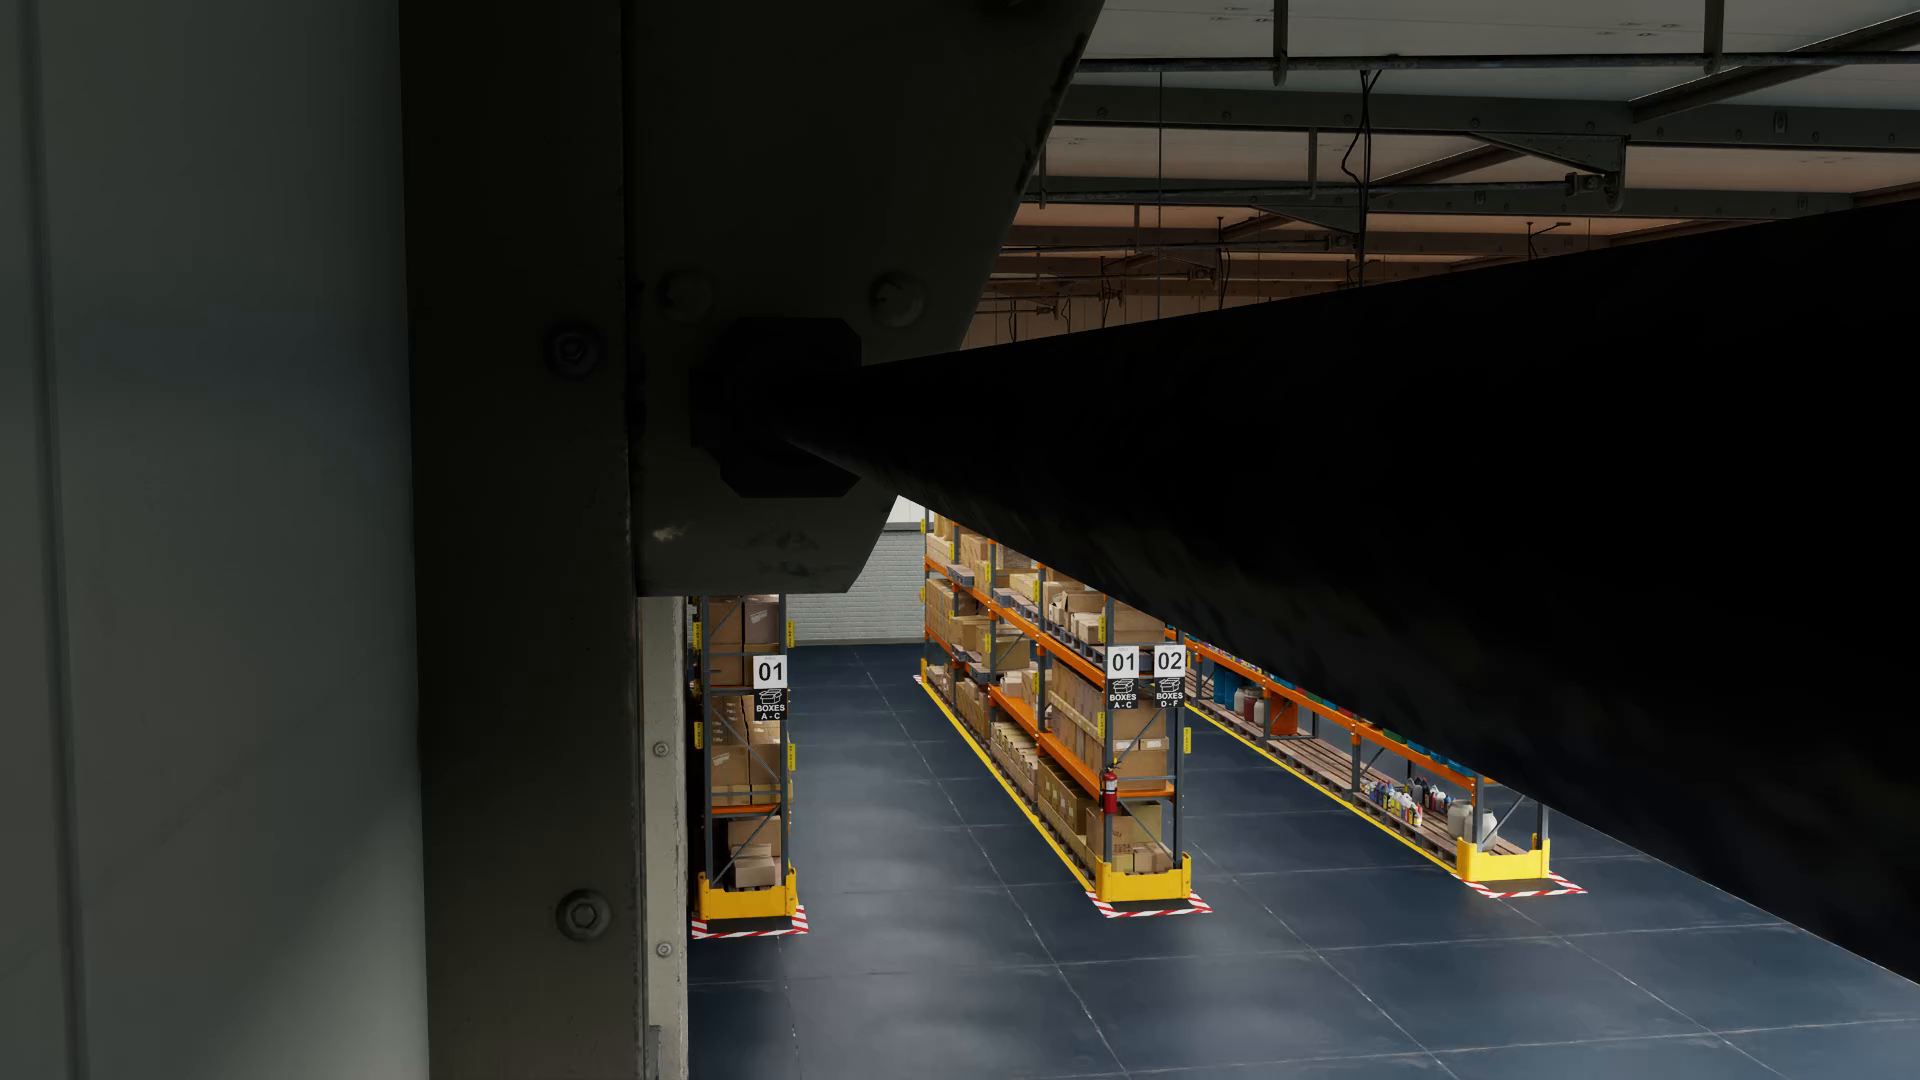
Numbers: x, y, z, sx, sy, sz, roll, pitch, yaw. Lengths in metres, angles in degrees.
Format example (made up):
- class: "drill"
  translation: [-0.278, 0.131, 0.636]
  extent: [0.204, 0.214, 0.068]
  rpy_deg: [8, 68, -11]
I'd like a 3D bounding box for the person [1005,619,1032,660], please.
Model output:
- class: "person"
  translation: [1.153, 1.906, 37.400]
  extent: [0.868, 1.760, 0.726]
  rpy_deg: [2, 5, 23]
